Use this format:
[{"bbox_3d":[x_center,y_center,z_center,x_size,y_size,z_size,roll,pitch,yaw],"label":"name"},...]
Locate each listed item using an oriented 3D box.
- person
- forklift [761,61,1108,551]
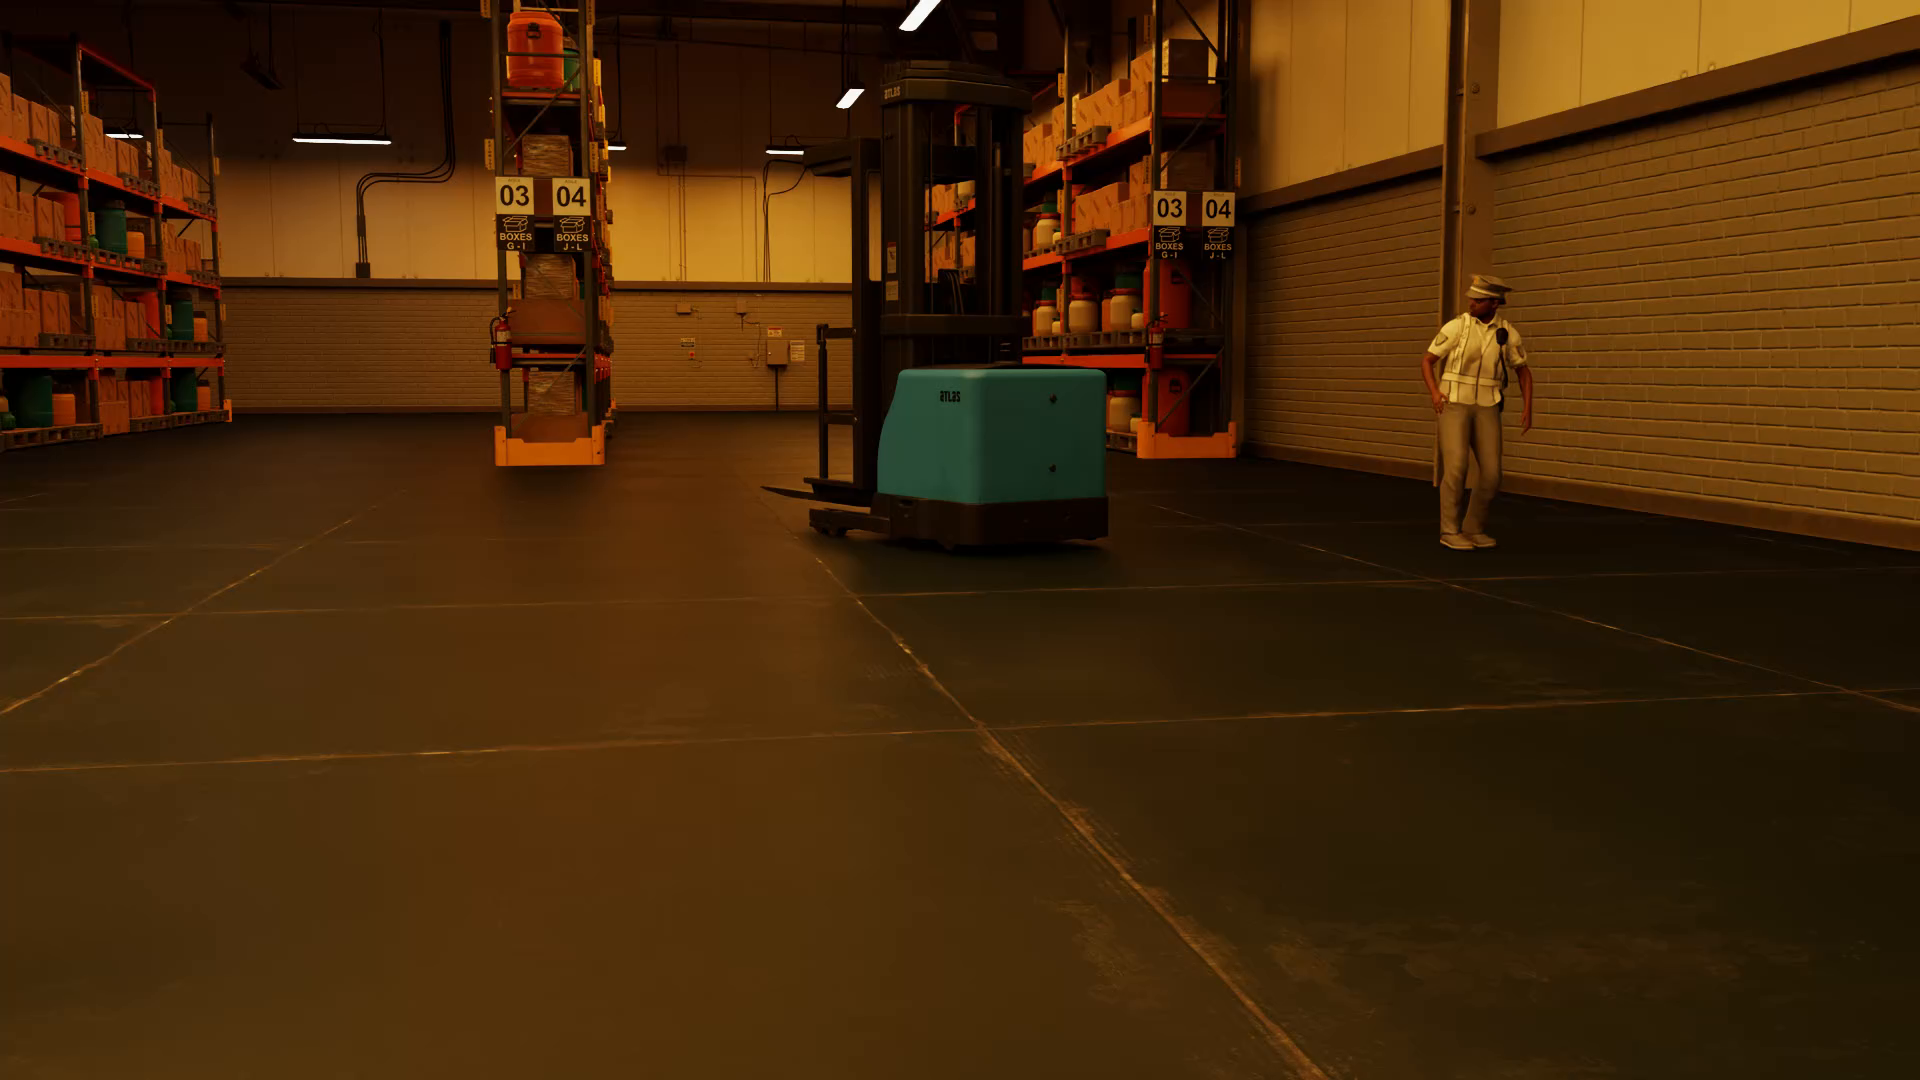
[{"bbox_3d":[3.130,-0.767,10.001,0.649,1.644,0.481,-1,6,-5],"label":"person"},{"bbox_3d":[-0.335,-1.511,10.853,1.130,2.935,3.031,-4,7,-33],"label":"forklift"}]
